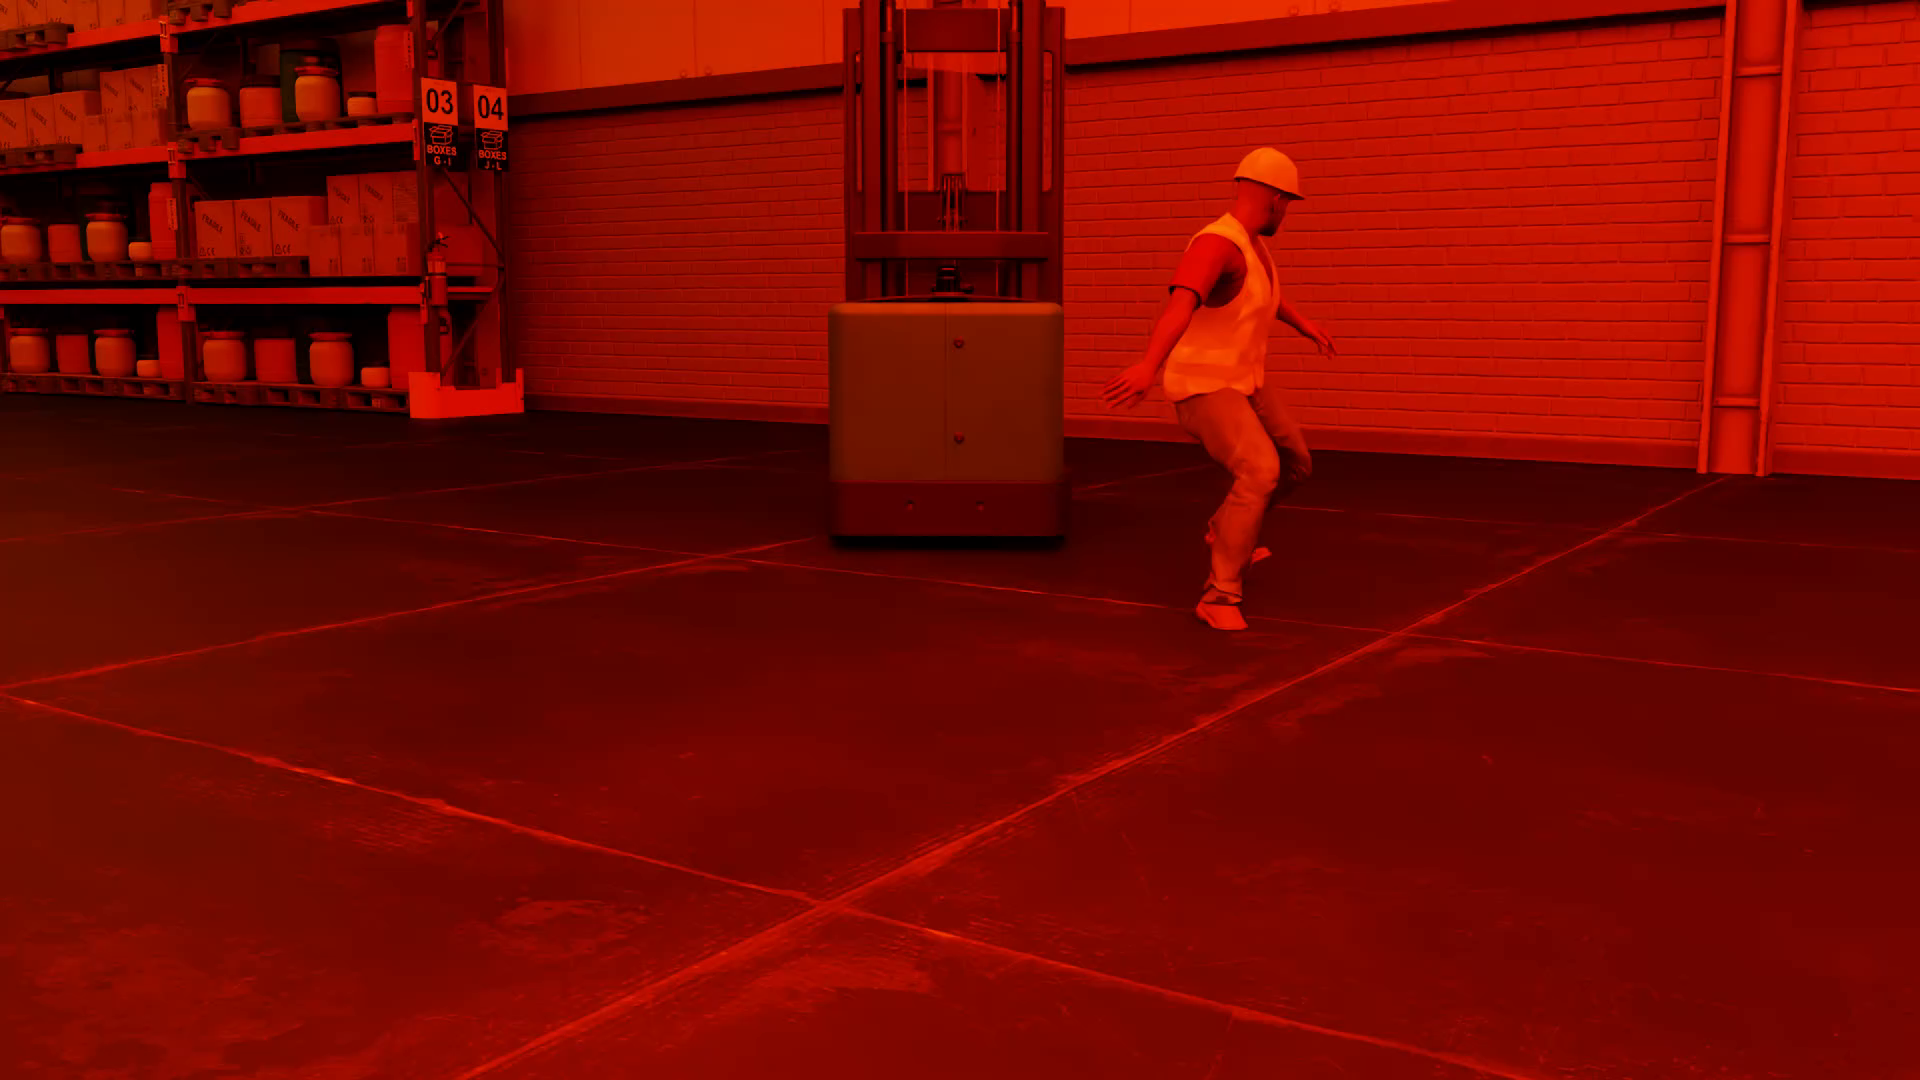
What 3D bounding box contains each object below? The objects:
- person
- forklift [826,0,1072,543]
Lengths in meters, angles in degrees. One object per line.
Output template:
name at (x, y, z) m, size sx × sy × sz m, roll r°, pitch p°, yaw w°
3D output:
person at (0.942, -0.517, 5.842) m, size 0.551 × 1.686 × 1.223 m, roll 4°, pitch 9°, yaw 29°
forklift at (-0.037, -1.489, 7.974) m, size 1.129 × 2.843 × 1.939 m, roll 0°, pitch 8°, yaw 2°
